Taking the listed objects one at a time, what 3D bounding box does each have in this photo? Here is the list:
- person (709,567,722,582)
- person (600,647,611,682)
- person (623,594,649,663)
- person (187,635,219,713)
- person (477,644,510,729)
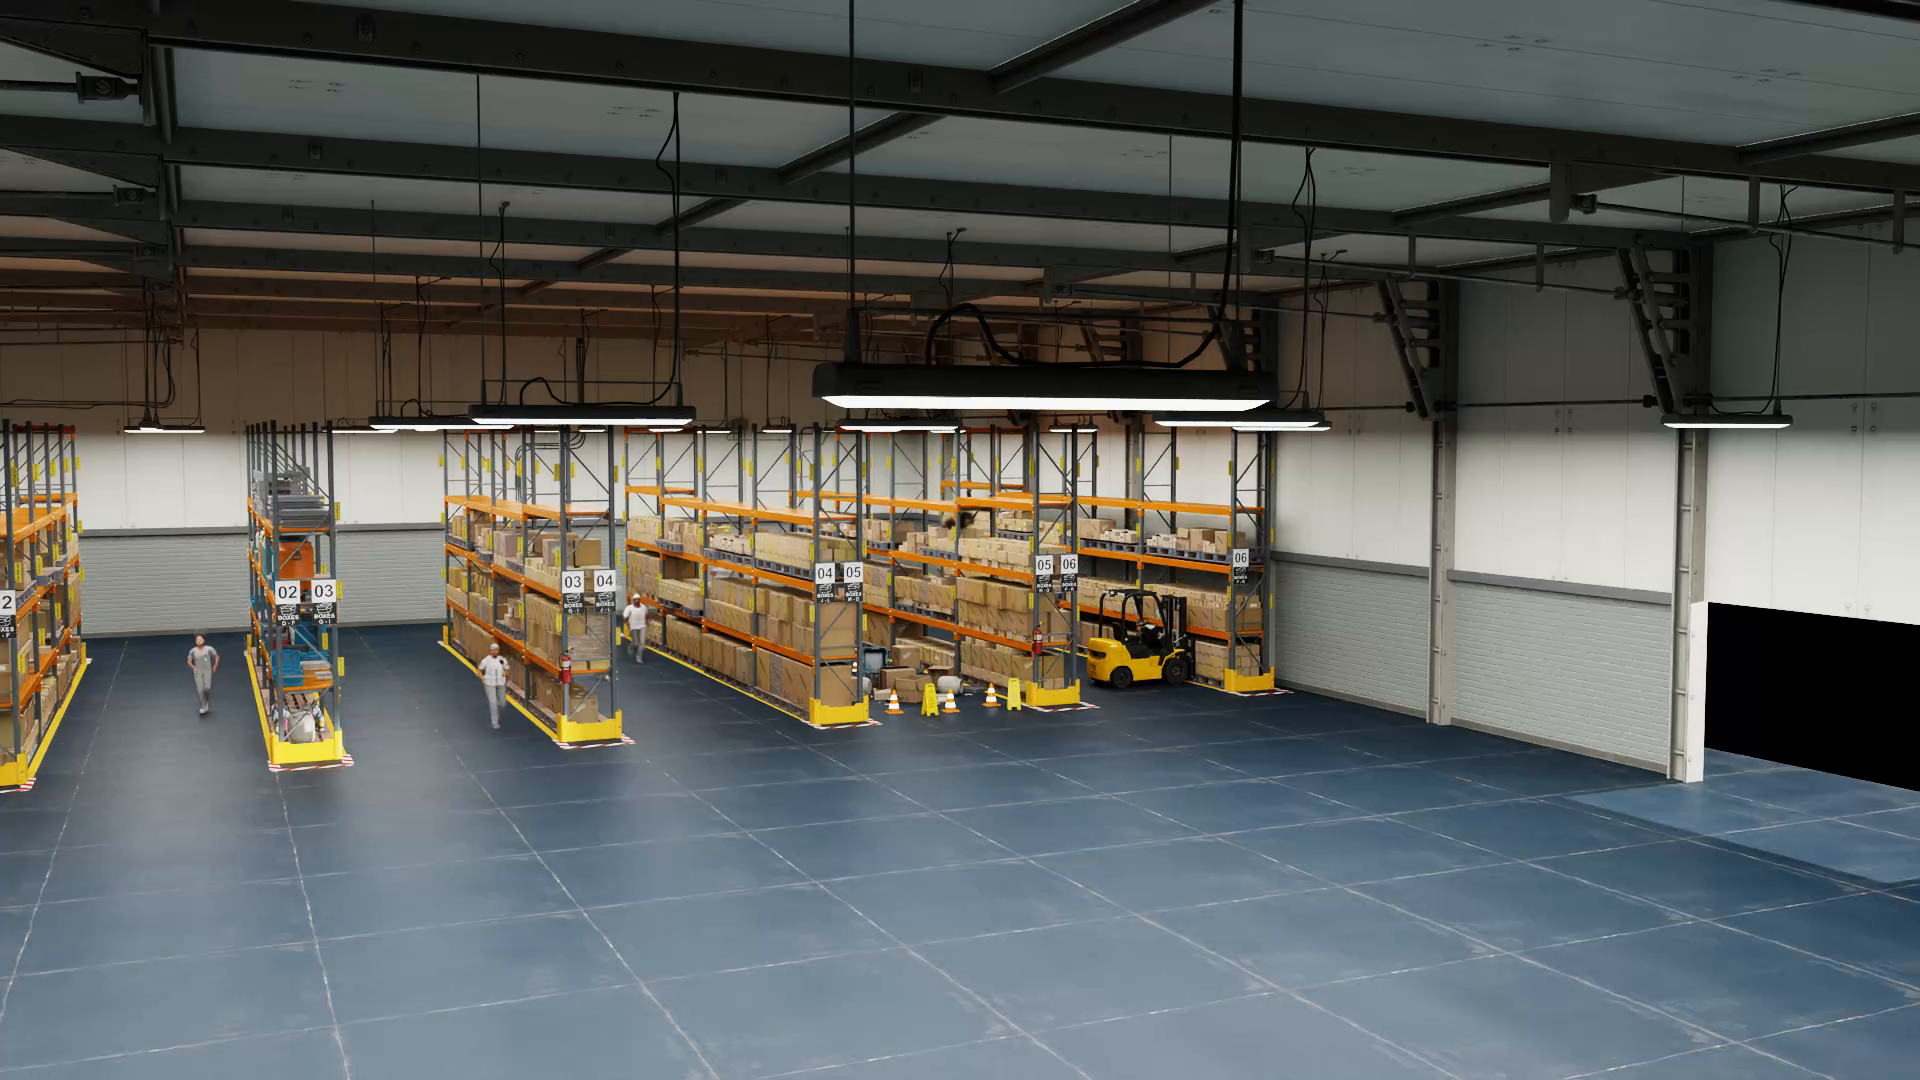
[{"bbox_3d":[-7.306,1.698,50.091,0.995,1.805,0.694,-2,4,-23],"label":"person"},{"bbox_3d":[-8.385,2.477,38.994,0.525,1.615,0.733,-2,4,-30],"label":"person"},{"bbox_3d":[-8.205,2.231,42.245,0.707,1.739,0.739,-2,4,-29],"label":"person"},{"bbox_3d":[-15.613,2.761,34.290,0.578,1.626,0.571,-1,4,-18],"label":"person"},{"bbox_3d":[-9.164,2.856,32.747,0.620,1.634,0.823,-2,4,-28],"label":"person"}]
